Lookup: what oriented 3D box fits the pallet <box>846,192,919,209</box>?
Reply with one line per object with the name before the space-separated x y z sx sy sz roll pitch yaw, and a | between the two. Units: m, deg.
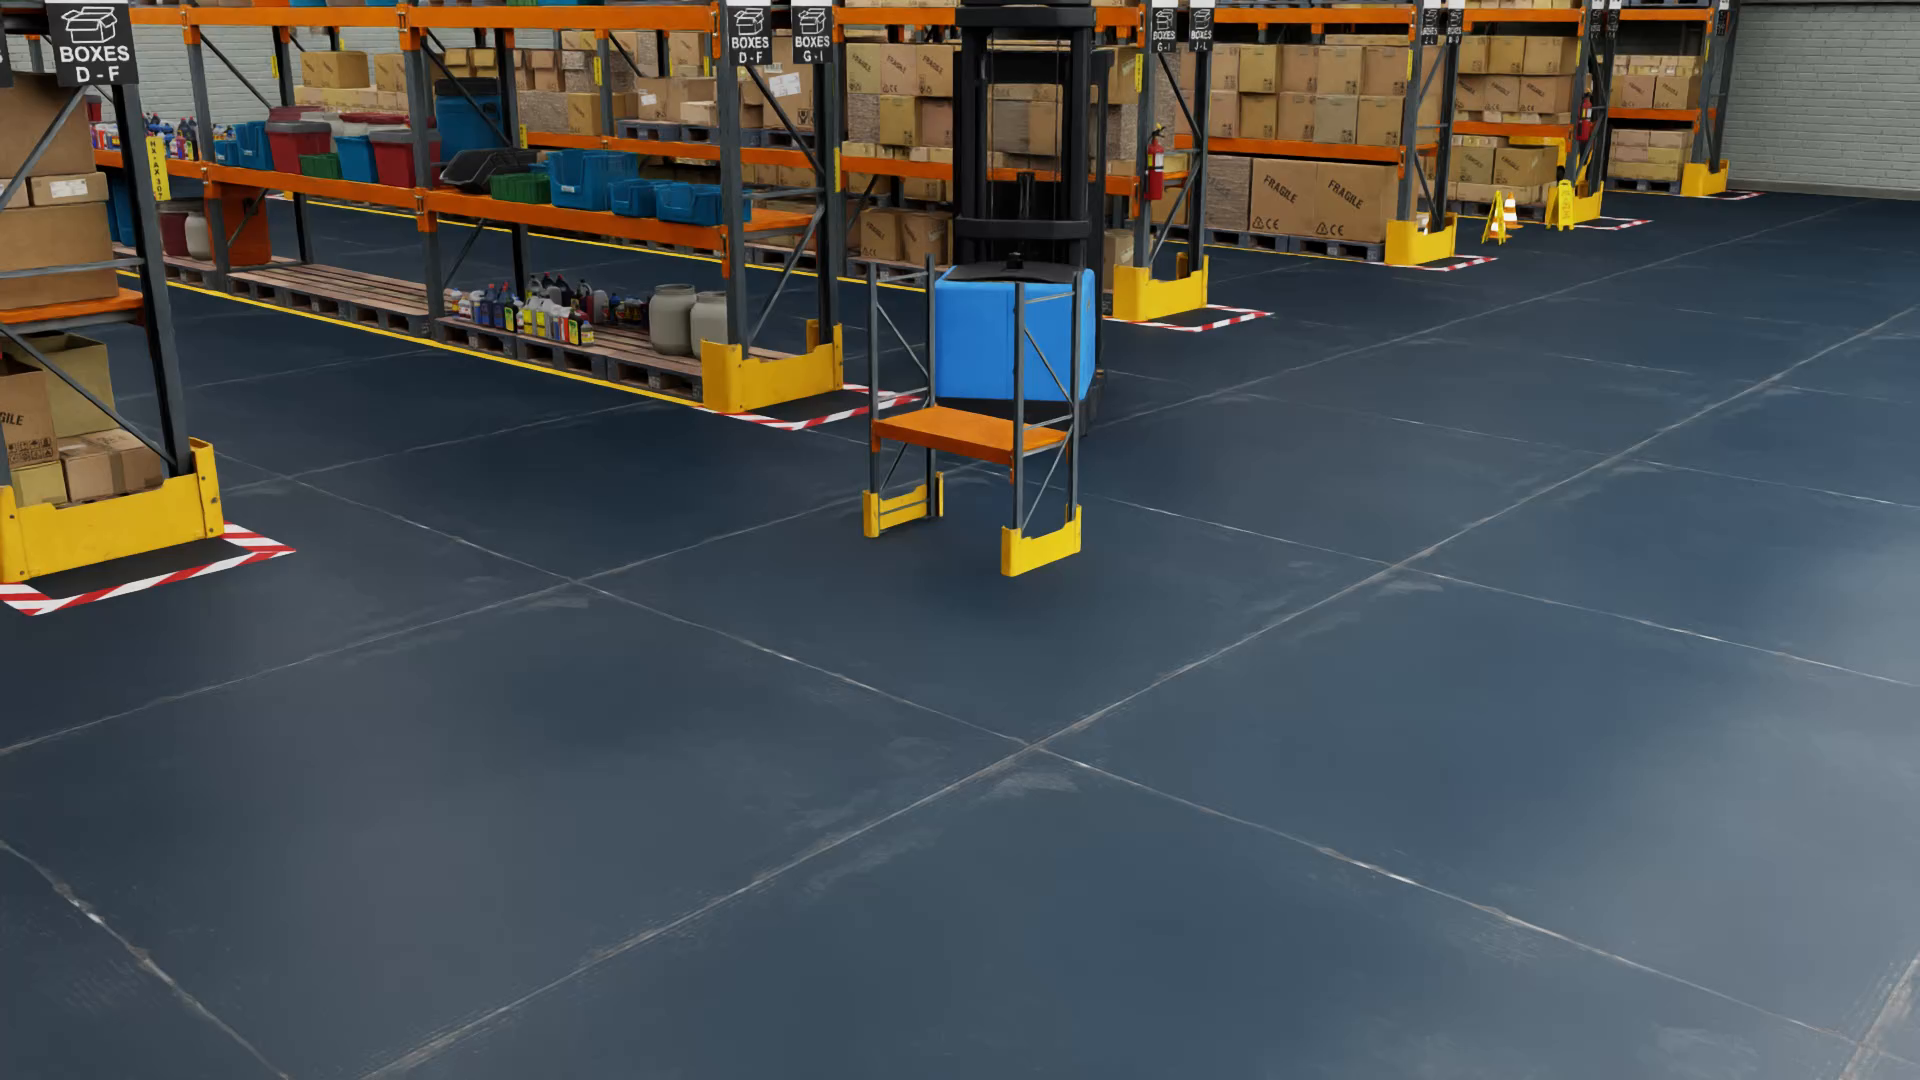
pallet | -1.211 -5.150 24.991 1.213 0.211 1.003 15 23 39

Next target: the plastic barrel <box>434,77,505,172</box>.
plastic barrel | -4.379 -3.681 14.924 0.708 0.901 0.600 15 23 39

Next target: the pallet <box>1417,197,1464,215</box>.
pallet | 7.017 -4.958 24.386 1.213 0.211 1.003 15 23 39

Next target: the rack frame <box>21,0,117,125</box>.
rack frame | -10.275 -4.903 19.601 0.127 3.000 1.000 15 23 39

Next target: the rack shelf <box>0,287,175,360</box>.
rack shelf | -6.086 -1.432 9.854 4.000 0.370 1.077 15 23 39

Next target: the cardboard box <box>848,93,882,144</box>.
cardboard box | -0.708 -4.502 17.682 0.500 0.500 0.875 15 23 39

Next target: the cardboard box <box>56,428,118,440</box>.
cardboard box | -5.220 -0.520 9.644 0.500 0.250 0.500 15 23 39

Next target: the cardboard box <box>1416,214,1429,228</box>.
cardboard box | 6.246 -4.303 22.425 0.380 0.149 0.250 -6 18 -18

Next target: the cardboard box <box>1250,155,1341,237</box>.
cardboard box | 4.146 -4.201 20.207 0.875 0.875 0.875 15 23 38

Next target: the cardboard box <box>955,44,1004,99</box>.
cardboard box | 0.294 -4.637 16.453 0.500 0.500 0.500 15 23 39

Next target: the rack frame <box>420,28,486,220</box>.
rack frame | -6.987 -6.023 23.132 0.127 3.000 1.000 15 23 39

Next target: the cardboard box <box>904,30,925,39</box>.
cardboard box | -0.851 -9.089 29.900 0.250 0.149 0.380 14 23 38

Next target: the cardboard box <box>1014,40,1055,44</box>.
cardboard box | 1.266 -8.234 28.278 0.500 0.500 0.500 15 23 39

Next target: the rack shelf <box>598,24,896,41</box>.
rack shelf | -2.499 -5.905 18.991 4.000 0.370 1.077 15 23 39

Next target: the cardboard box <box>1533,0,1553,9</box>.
cardboard box | 7.906 -7.217 22.350 0.250 0.149 0.380 15 23 40

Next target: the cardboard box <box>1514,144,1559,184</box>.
cardboard box | 8.128 -5.332 23.566 0.500 0.500 0.500 14 22 37

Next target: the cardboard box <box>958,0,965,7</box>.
cardboard box | 0.326 -5.316 16.192 0.500 0.250 0.500 15 23 38

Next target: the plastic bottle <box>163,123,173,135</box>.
plastic bottle | -8.909 -4.555 18.719 0.097 0.271 0.097 0 18 0

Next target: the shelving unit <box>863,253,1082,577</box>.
shelving unit | 0.057 -0.700 8.837 1.083 1.500 0.587 15 23 39

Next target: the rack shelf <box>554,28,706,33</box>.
rack shelf | -5.115 -8.614 27.525 4.000 0.370 1.077 15 23 39

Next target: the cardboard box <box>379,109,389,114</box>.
cardboard box | -8.009 -6.046 23.617 0.250 0.149 0.380 16 23 40

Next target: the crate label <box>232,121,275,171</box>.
crate label | -6.719 -3.856 16.244 0.616 0.435 0.502 15 23 39

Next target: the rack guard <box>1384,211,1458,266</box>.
rack guard | 5.374 -3.520 19.375 0.348 0.500 1.175 15 23 39

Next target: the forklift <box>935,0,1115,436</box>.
forklift | 0.528 -2.484 12.092 1.130 2.935 3.031 3 18 8

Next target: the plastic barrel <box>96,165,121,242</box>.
plastic barrel | -9.879 -3.990 19.499 0.708 0.901 0.600 15 23 39

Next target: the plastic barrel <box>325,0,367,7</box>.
plastic barrel | -5.305 -5.149 14.591 0.600 0.901 0.600 0 18 0

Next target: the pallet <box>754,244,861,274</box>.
pallet | -1.587 -3.244 18.984 1.213 0.211 1.003 15 23 39

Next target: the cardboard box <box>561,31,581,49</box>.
cardboard box | -6.451 -8.444 28.450 0.500 0.500 0.500 15 23 39

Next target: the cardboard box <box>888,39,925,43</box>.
cardboard box | -0.945 -8.822 30.132 0.500 0.500 0.500 15 23 39

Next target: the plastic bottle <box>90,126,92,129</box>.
plastic bottle | -9.908 -4.591 18.824 0.135 0.276 0.152 15 23 39

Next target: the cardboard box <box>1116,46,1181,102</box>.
cardboard box | 1.758 -4.452 15.871 0.500 0.500 0.500 15 23 39

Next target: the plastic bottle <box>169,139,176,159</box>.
plastic bottle | -8.188 -4.083 17.346 0.097 0.201 0.097 0 18 0

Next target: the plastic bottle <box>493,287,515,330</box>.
plastic bottle | -3.822 -1.950 13.948 0.185 0.351 0.144 14 22 37

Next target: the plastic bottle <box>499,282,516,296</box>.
plastic bottle | -3.867 -2.020 14.170 0.185 0.351 0.144 15 23 39

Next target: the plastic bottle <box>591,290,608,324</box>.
plastic bottle | -3.114 -2.007 14.252 0.135 0.276 0.152 16 23 40

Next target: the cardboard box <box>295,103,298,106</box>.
cardboard box | -9.932 -6.561 25.241 0.250 0.149 0.380 15 23 40

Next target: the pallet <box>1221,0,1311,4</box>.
pallet | 3.878 -6.495 19.805 1.213 0.211 1.003 15 23 39

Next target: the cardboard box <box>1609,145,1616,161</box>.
cardboard box | 10.519 -6.337 27.144 0.500 0.250 0.500 14 23 38

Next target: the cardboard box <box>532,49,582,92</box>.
cardboard box | -5.017 -6.028 21.323 0.637 0.503 0.797 16 23 40

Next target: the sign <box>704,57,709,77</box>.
sign | -3.974 -7.413 26.082 0.005 0.325 0.100 15 23 39

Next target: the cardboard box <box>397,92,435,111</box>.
cardboard box | -7.491 -6.123 23.202 0.500 0.250 0.500 14 23 38

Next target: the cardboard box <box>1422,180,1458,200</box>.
cardboard box | 7.006 -5.057 23.937 0.500 0.250 0.500 14 22 37

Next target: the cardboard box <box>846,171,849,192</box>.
cardboard box | -1.679 -5.509 24.949 0.500 0.500 0.500 16 24 41

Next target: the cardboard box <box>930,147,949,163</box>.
cardboard box | -0.091 -3.941 16.985 0.250 0.149 0.380 15 23 39

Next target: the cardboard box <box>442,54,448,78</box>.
cardboard box | -7.175 -6.605 23.482 0.500 0.500 0.500 15 23 39

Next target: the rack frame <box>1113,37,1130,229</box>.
rack frame | 2.364 -5.519 21.543 0.127 3.000 1.000 15 23 39

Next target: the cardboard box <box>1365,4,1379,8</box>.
cardboard box | 6.062 -7.761 24.064 0.250 0.149 0.380 15 23 39

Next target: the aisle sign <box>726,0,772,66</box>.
aisle sign | -1.443 -3.651 11.359 0.004 0.787 0.394 15 23 39

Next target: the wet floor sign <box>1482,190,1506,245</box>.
wet floor sign | 6.692 -4.036 20.762 0.232 0.644 0.267 11 20 30

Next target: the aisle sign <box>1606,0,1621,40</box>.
aisle sign | 8.818 -7.153 22.394 0.004 0.787 0.394 15 23 39

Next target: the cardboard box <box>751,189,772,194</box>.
cardboard box | -2.629 -3.888 19.808 0.700 0.500 0.500 -16 24 -41

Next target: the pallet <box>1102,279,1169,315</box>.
pallet | 1.347 -2.471 16.549 1.213 0.211 1.003 15 23 39

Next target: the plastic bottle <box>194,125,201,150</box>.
plastic bottle | -8.429 -4.479 18.471 0.135 0.276 0.152 15 23 39

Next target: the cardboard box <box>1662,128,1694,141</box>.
cardboard box | 11.624 -6.485 26.786 0.500 0.250 0.500 15 23 38

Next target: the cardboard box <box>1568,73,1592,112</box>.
cardboard box | 8.396 -6.203 23.042 0.500 0.500 0.500 15 23 38

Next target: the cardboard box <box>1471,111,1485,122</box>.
cardboard box | 7.393 -5.973 23.389 0.250 0.149 0.380 15 23 40

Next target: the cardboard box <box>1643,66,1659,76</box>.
cardboard box | 11.049 -7.453 26.401 0.250 0.149 0.380 16 23 40

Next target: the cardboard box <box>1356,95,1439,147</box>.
cardboard box | 5.049 -4.851 19.192 0.550 0.550 0.875 15 23 39
